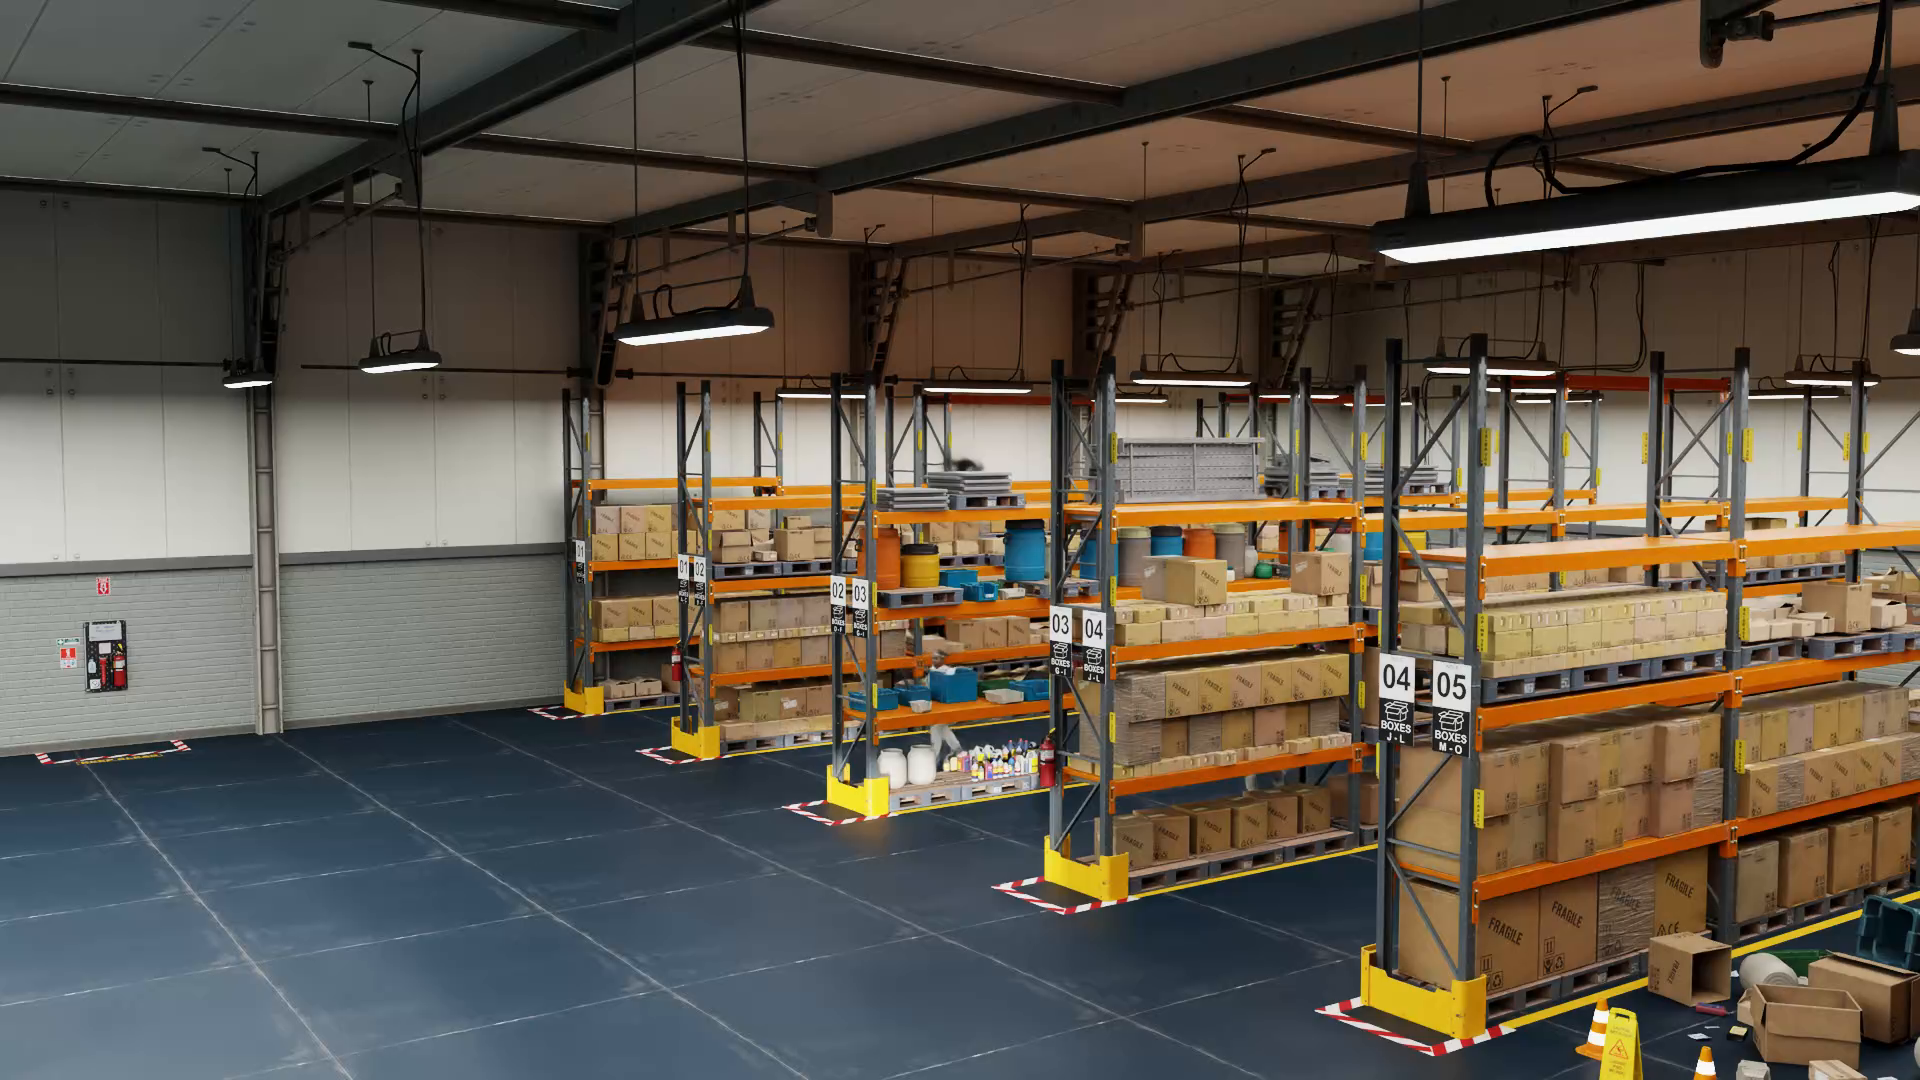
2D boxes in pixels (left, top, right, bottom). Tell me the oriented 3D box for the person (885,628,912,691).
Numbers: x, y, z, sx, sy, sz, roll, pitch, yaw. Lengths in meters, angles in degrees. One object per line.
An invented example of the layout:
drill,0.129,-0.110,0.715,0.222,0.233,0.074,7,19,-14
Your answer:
person,-1.111,2.281,31.417,0.683,1.677,0.547,-4,5,-44

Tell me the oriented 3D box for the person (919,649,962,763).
person,-0.281,2.584,25.709,0.847,1.844,0.664,-3,4,-35

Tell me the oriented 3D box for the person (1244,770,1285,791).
person,4.236,2.793,23.398,0.825,1.735,0.715,-4,5,-44
